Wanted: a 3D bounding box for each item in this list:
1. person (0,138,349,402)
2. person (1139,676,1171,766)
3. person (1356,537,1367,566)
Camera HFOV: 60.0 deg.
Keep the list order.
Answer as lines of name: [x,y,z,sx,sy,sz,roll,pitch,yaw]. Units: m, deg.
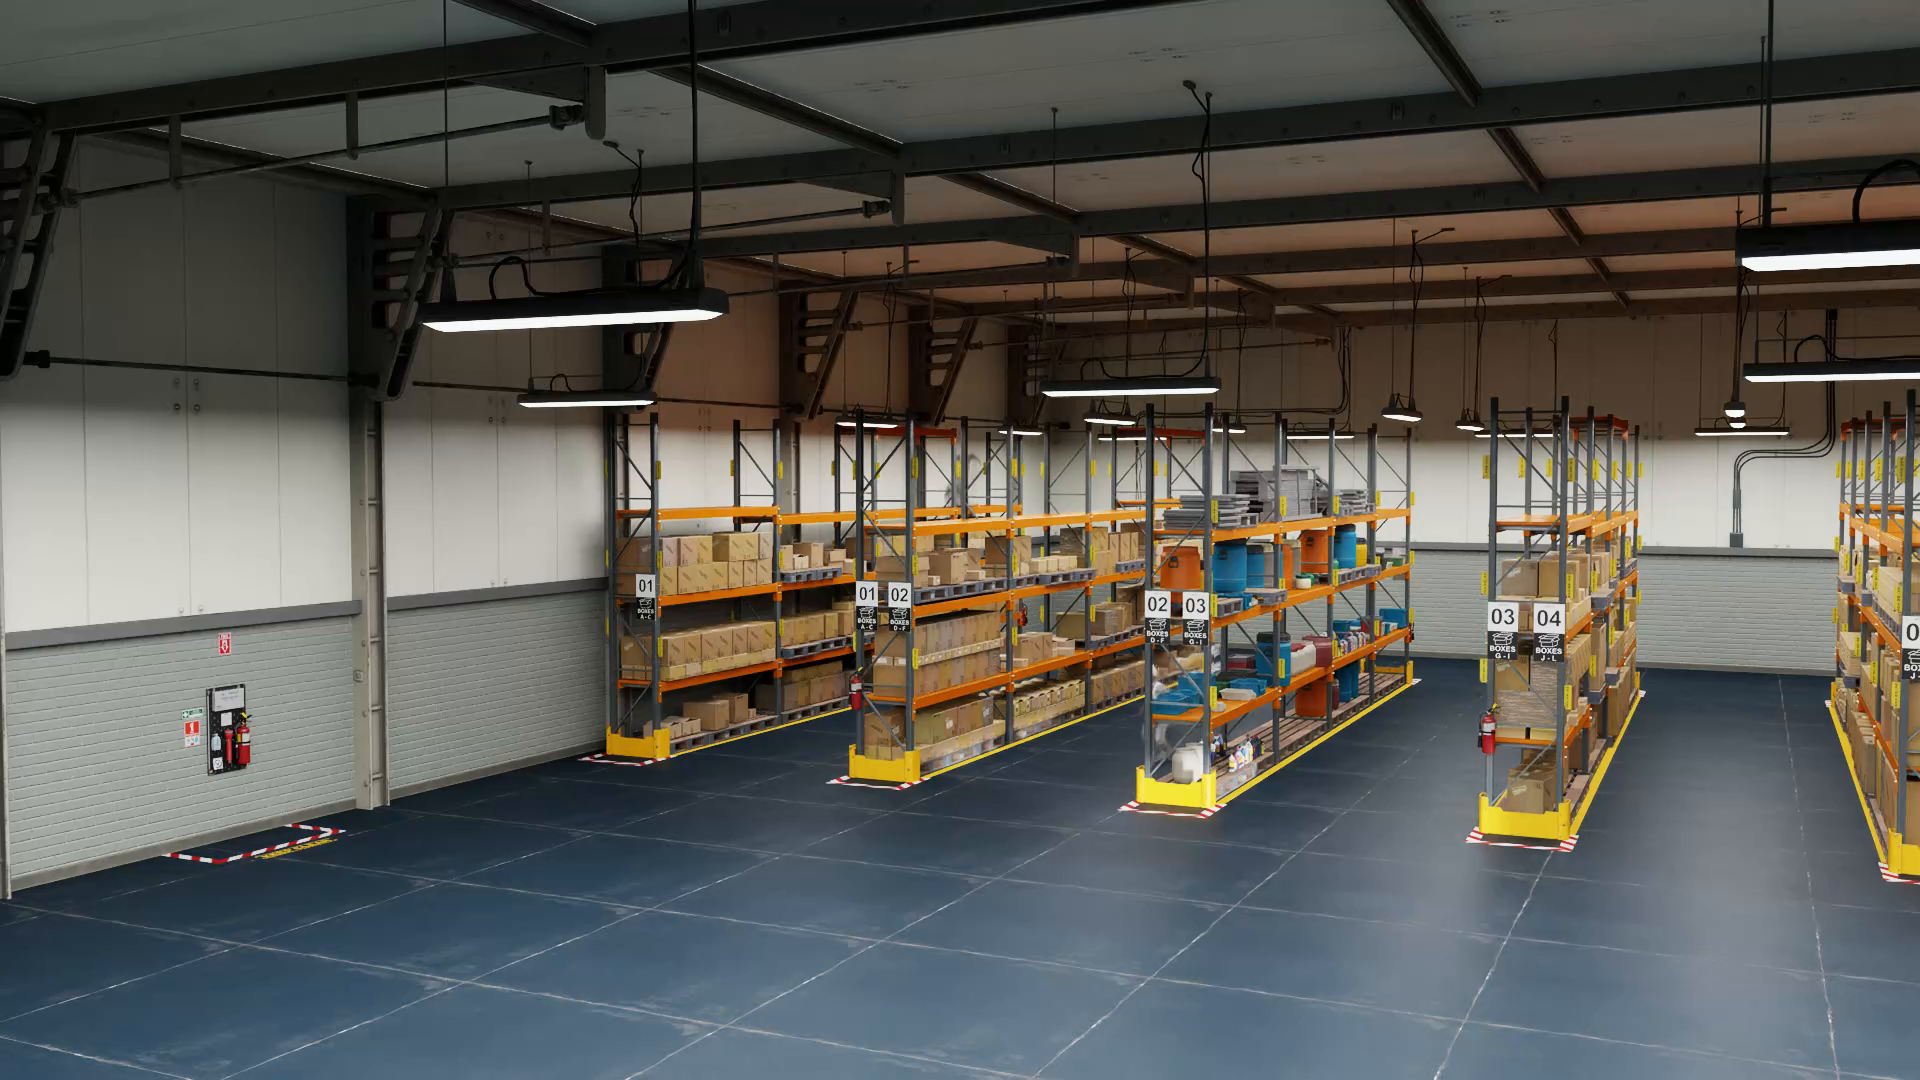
person: [4.151,-0.569,25.674,24.227,9.012,23.526,1,3,22]
person: [3.399,3.011,28.222,0.804,1.686,0.652,-2,3,-45]
person: [15.030,1.505,29.870,17.279,2.702,3.278,1,3,27]
